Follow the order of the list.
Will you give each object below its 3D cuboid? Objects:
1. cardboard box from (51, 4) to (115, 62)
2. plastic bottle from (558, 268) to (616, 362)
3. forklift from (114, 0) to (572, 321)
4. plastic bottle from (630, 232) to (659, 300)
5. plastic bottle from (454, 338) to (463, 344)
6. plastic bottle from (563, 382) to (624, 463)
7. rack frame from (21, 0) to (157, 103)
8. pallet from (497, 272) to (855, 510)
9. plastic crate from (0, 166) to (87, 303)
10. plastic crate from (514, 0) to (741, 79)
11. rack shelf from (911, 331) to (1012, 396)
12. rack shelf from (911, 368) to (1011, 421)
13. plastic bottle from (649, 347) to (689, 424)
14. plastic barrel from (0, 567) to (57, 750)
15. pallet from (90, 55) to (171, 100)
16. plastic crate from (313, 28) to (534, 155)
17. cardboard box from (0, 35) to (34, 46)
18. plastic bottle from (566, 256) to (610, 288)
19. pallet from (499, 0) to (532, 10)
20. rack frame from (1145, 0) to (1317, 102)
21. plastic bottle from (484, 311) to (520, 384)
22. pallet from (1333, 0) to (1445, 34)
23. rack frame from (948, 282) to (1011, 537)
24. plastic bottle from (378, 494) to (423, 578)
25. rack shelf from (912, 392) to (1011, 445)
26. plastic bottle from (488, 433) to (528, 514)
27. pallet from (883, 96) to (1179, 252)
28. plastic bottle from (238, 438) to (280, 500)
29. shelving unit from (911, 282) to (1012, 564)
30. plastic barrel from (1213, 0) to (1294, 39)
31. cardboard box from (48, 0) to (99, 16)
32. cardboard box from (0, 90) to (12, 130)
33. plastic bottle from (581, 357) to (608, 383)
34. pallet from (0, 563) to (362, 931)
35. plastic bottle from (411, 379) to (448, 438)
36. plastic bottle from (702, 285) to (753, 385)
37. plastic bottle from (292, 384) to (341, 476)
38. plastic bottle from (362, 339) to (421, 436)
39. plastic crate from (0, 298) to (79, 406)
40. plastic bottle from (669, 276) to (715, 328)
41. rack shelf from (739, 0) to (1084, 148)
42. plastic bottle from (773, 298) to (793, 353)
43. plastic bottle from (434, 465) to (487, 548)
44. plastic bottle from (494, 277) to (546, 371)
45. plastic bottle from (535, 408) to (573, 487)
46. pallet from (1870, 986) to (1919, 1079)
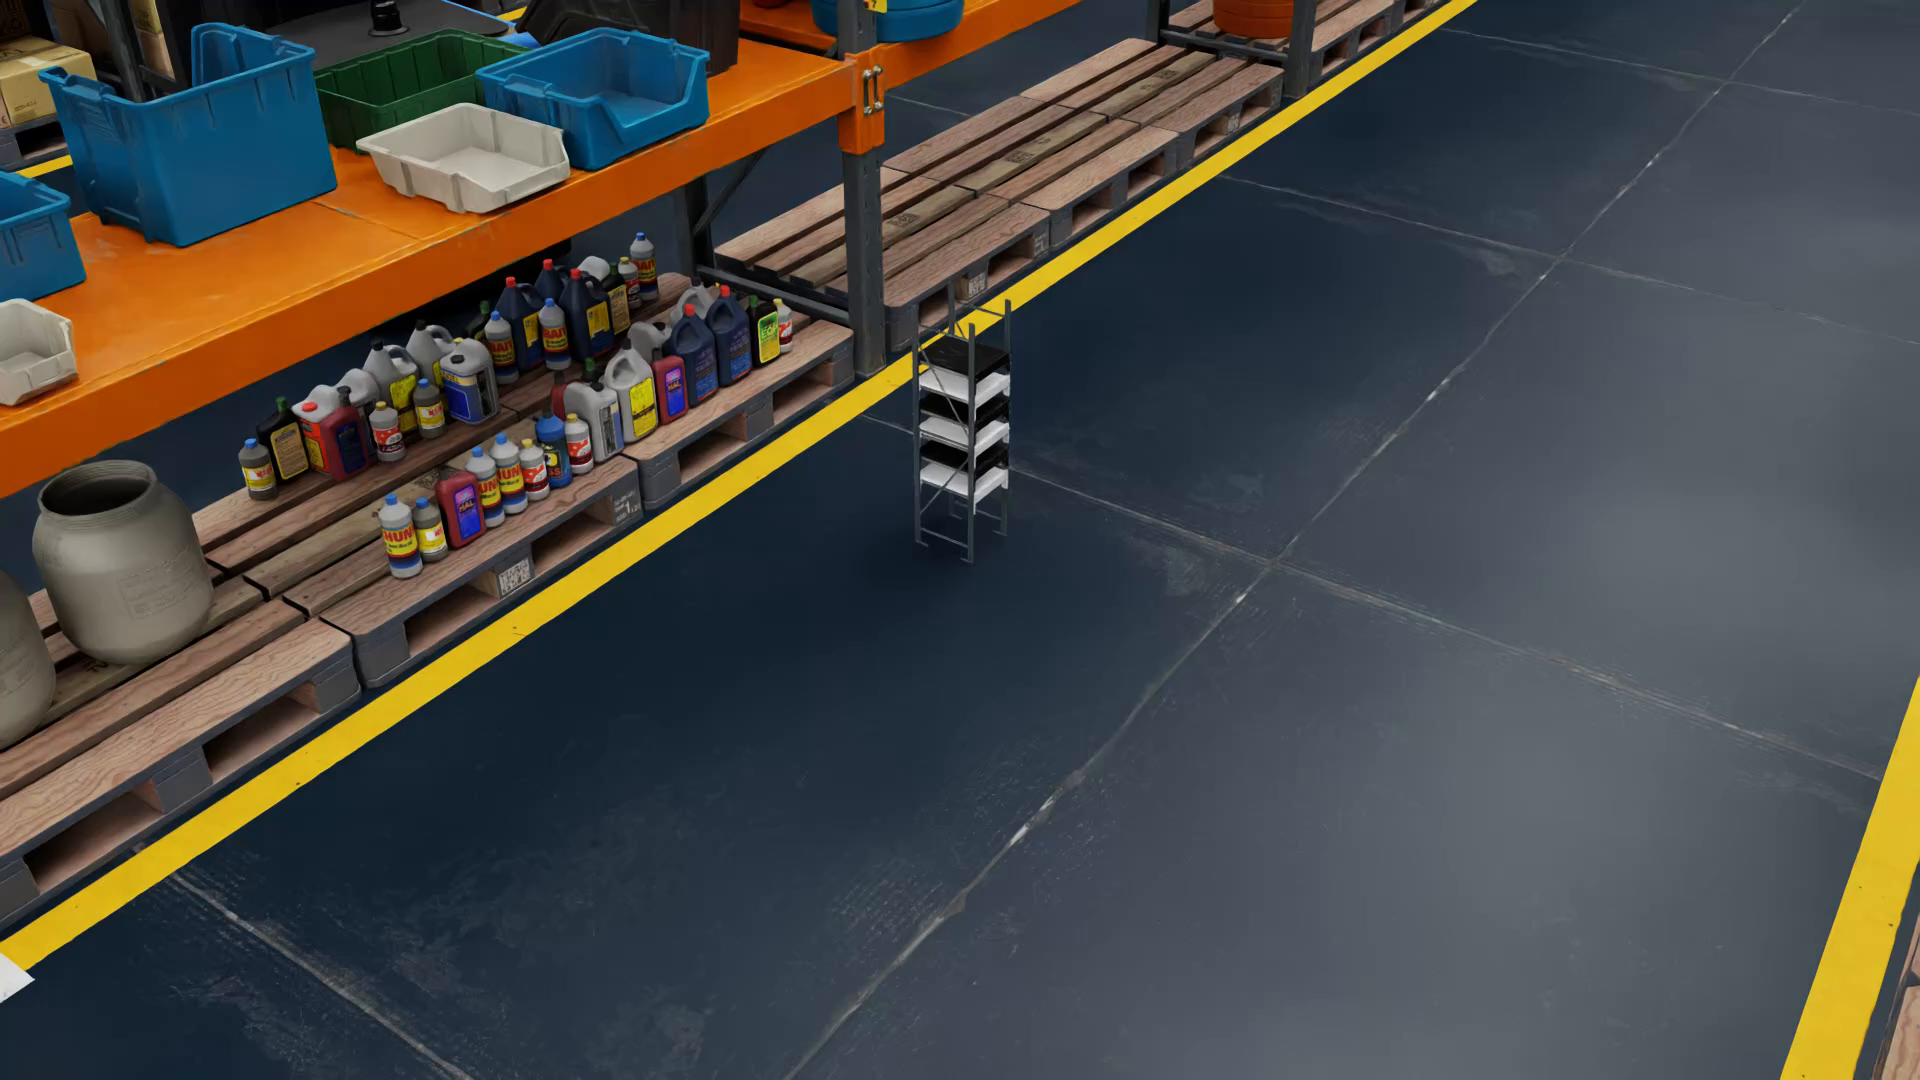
[{"bbox_3d":[-4.814,-2.977,9.555,0.500,0.250,0.500,21,39,28],"label":"cardboard box"},{"bbox_3d":[-1.428,-0.875,6.338,0.144,0.351,0.185,21,39,28],"label":"plastic bottle"},{"bbox_3d":[-3.201,-2.830,7.319,3.031,2.935,1.130,27,42,34],"label":"forklift"},{"bbox_3d":[-1.287,-1.120,6.772,0.097,0.271,0.097,0,34,0],"label":"plastic bottle"},{"bbox_3d":[-1.835,-0.650,6.138,0.097,0.201,0.097,0,34,0],"label":"plastic bottle"},{"bbox_3d":[-1.265,-0.430,5.747,0.152,0.276,0.135,22,40,29],"label":"plastic bottle"},{"bbox_3d":[-4.813,-3.659,8.483,1.000,3.000,0.127,21,39,28],"label":"rack frame"},{"bbox_3d":[-1.163,-0.624,6.485,1.003,0.211,1.213,21,39,28],"label":"pallet"},{"bbox_3d":[-2.612,-0.796,4.381,0.499,0.251,0.408,21,39,28],"label":"plastic crate"},{"bbox_3d":[-1.148,-1.849,5.862,0.767,0.338,0.504,21,39,28],"label":"plastic crate"},{"bbox_3d":[0.005,-0.573,5.371,0.258,0.077,0.200,21,39,28],"label":"rack shelf"},{"bbox_3d":[0.005,-0.498,5.421,0.258,0.077,0.200,21,39,28],"label":"rack shelf"},{"bbox_3d":[-1.044,-0.567,5.943,0.061,0.283,0.133,24,41,31],"label":"plastic bottle"},{"bbox_3d":[-2.714,0.295,4.482,0.421,0.512,0.421,0,34,0],"label":"plastic barrel"},{"bbox_3d":[-4.425,-2.855,9.784,1.003,0.211,1.213,21,39,28],"label":"pallet"},{"bbox_3d":[-1.751,-1.453,5.410,0.450,0.188,0.662,21,39,28],"label":"plastic crate"},{"bbox_3d":[-5.326,-2.577,8.963,0.500,0.250,0.500,21,39,28],"label":"cardboard box"},{"bbox_3d":[-1.449,-0.965,6.538,0.152,0.276,0.135,23,40,30],"label":"plastic bottle"},{"bbox_3d":[-3.033,-3.978,11.444,1.003,0.211,1.213,21,39,28],"label":"pallet"},{"bbox_3d":[1.535,-3.916,8.863,1.000,3.000,0.127,21,39,28],"label":"rack frame"},{"bbox_3d":[-1.707,-0.722,6.182,0.097,0.271,0.097,0,34,0],"label":"plastic bottle"},{"bbox_3d":[2.647,-3.696,11.027,1.003,0.211,1.213,21,39,28],"label":"pallet"},{"bbox_3d":[0.063,-0.423,5.573,0.240,0.900,0.006,21,39,28],"label":"rack frame"},{"bbox_3d":[-1.736,-0.021,5.146,0.097,0.271,0.097,0,34,0],"label":"plastic bottle"},{"bbox_3d":[0.005,-0.423,5.472,0.258,0.077,0.200,21,39,28],"label":"rack shelf"},{"bbox_3d":[-1.484,-0.225,5.448,0.097,0.271,0.097,0,34,0],"label":"plastic bottle"},{"bbox_3d":[0.365,-1.858,8.308,1.003,0.211,1.213,21,39,28],"label":"pallet"},{"bbox_3d":[-2.339,-0.242,5.536,0.097,0.201,0.097,0,34,0],"label":"plastic bottle"},{"bbox_3d":[0.005,-0.376,5.503,0.258,0.900,0.210,21,39,28],"label":"shelving unit"},{"bbox_3d":[1.800,-3.421,9.694,0.600,0.830,0.708,21,39,28],"label":"plastic barrel"},{"bbox_3d":[-4.817,-3.204,9.389,0.500,0.311,0.500,21,39,28],"label":"cardboard box"},{"bbox_3d":[-5.191,-2.184,8.381,0.500,0.250,0.500,21,39,28],"label":"cardboard box"},{"bbox_3d":[-1.268,-0.528,5.885,0.061,0.283,0.133,21,39,28],"label":"plastic bottle"},{"bbox_3d":[-2.554,0.499,4.824,1.003,0.211,1.213,21,39,28],"label":"pallet"},{"bbox_3d":[-1.879,-0.473,5.877,0.097,0.201,0.097,0,34,0],"label":"plastic bottle"},{"bbox_3d":[-0.876,-0.772,6.185,0.144,0.351,0.185,20,39,27],"label":"plastic bottle"},{"bbox_3d":[-2.173,-0.381,5.674,0.152,0.276,0.135,22,40,29],"label":"plastic bottle"},{"bbox_3d":[-2.003,-0.553,5.862,0.144,0.351,0.185,23,40,30],"label":"plastic bottle"},{"bbox_3d":[-2.252,-0.434,3.950,0.298,0.136,0.250,21,39,28],"label":"plastic crate"},{"bbox_3d":[-0.994,-0.818,6.253,0.144,0.351,0.185,21,39,28],"label":"plastic bottle"},{"bbox_3d":[0.395,-2.697,7.703,1.077,0.370,4.000,21,39,28],"label":"rack shelf"},{"bbox_3d":[-0.696,-0.832,6.407,0.097,0.201,0.097,0,34,0],"label":"plastic bottle"},{"bbox_3d":[-1.592,-0.124,5.288,0.061,0.283,0.133,22,40,29],"label":"plastic bottle"},{"bbox_3d":[-1.654,-0.834,6.278,0.144,0.351,0.185,20,39,26],"label":"plastic bottle"},{"bbox_3d":[-1.368,-0.318,5.586,0.097,0.271,0.097,0,34,0],"label":"plastic bottle"},{"bbox_3d":[2.275,1.546,3.275,1.003,0.211,1.213,21,39,28],"label":"pallet"}]
